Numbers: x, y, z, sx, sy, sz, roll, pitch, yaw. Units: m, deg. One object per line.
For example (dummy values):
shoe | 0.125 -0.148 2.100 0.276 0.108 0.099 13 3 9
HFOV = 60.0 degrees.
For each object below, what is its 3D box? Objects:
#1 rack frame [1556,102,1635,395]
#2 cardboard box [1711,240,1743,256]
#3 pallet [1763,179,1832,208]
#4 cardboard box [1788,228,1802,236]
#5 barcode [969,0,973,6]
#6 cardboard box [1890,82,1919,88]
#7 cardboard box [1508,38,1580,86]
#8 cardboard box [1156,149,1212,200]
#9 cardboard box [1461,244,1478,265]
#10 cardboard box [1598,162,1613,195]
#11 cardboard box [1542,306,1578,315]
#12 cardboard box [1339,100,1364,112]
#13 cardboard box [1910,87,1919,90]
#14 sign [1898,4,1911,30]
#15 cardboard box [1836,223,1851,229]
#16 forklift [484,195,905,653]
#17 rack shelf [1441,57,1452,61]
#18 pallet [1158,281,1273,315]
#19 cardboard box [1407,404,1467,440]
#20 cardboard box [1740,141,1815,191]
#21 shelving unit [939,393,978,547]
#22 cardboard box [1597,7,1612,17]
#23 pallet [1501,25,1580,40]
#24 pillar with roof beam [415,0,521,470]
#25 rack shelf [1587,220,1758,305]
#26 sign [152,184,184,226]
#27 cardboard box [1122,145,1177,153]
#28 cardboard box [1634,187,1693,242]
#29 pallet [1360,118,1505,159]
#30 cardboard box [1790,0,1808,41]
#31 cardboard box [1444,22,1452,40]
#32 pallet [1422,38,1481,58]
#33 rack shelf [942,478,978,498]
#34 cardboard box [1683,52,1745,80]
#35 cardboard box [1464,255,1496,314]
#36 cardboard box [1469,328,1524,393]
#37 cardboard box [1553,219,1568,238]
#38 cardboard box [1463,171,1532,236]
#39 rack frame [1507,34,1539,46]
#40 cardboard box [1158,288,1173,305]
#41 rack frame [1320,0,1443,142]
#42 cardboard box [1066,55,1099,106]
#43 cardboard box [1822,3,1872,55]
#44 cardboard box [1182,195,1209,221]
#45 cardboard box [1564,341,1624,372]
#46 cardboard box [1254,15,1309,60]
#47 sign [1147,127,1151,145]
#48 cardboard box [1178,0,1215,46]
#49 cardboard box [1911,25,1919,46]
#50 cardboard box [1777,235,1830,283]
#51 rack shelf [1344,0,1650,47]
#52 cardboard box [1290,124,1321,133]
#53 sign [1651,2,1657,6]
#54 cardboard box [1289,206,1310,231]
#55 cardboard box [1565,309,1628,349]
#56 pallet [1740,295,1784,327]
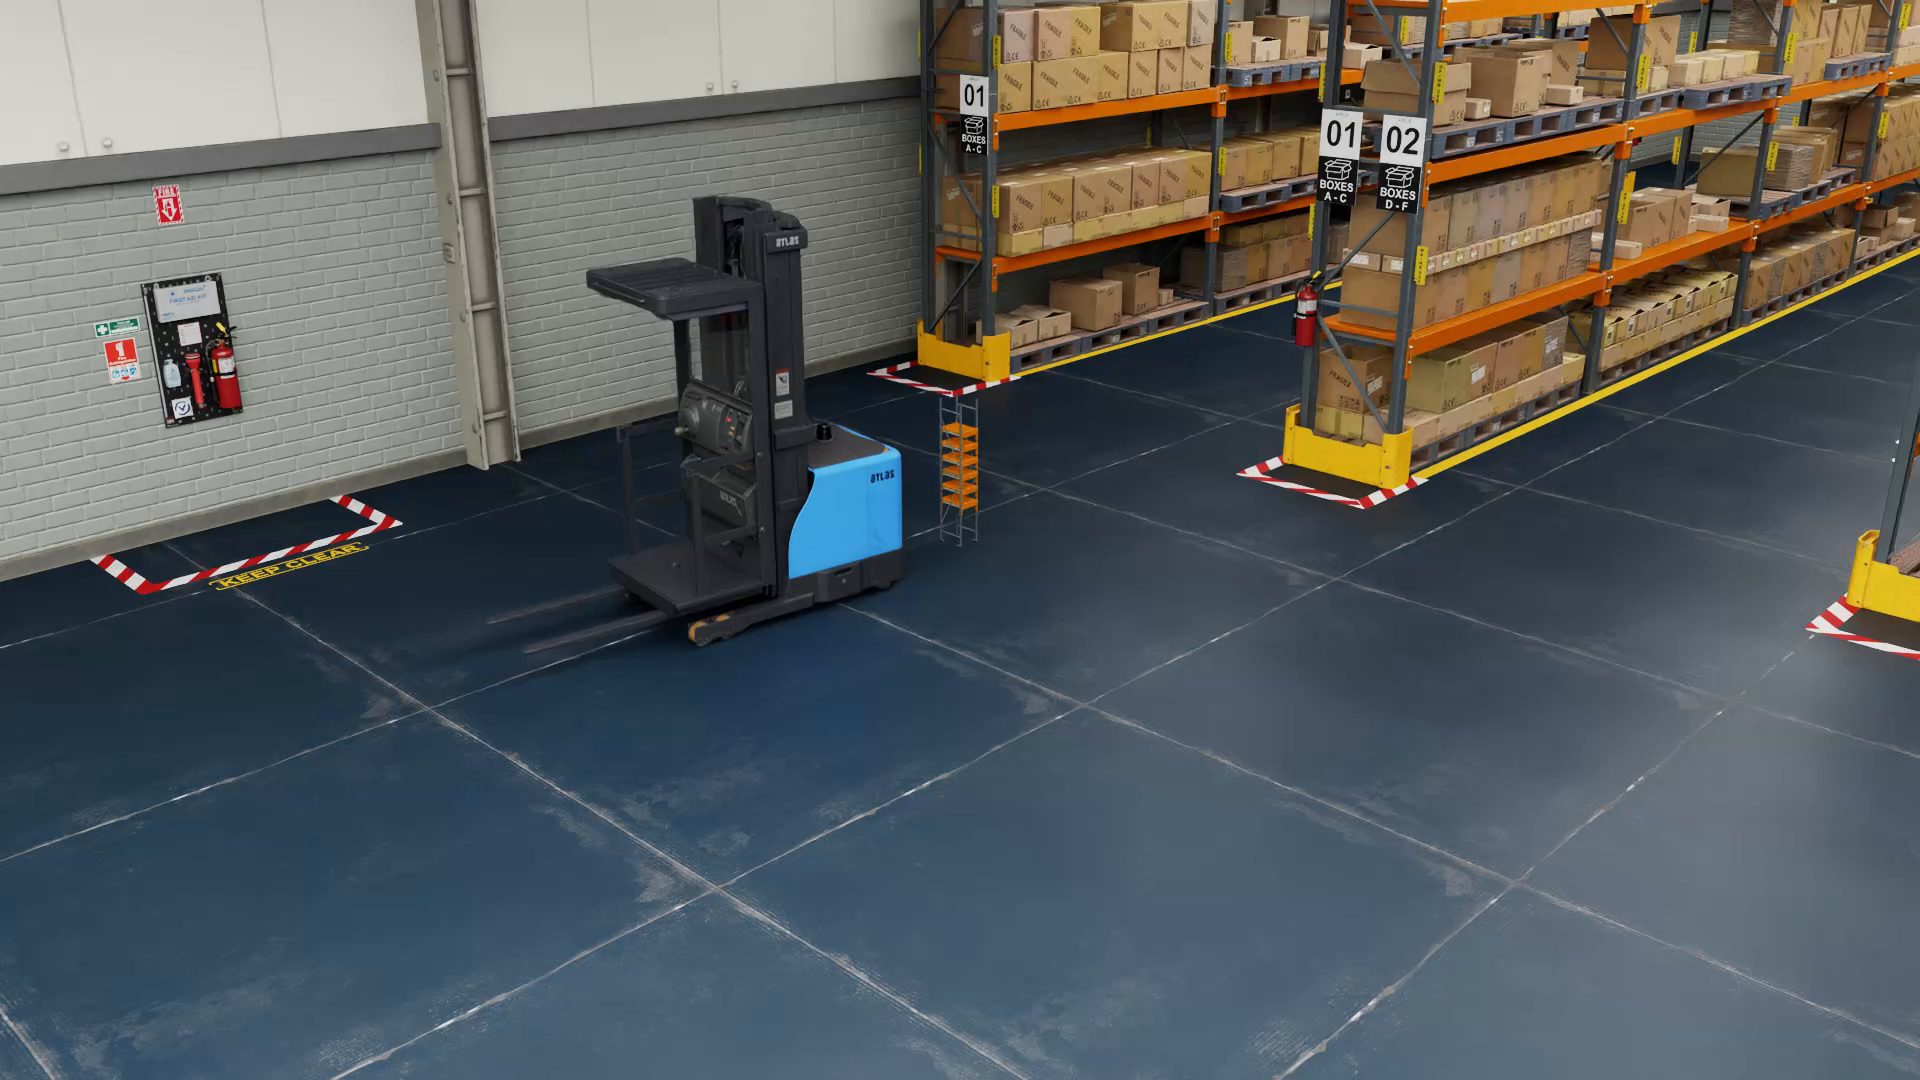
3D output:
rack frame | 6.322 -3.065 17.369 1.000 3.000 0.127 19 28 41
cardboard box | 9.633 -3.797 21.098 0.500 0.250 0.500 -19 28 -40
pallet | 10.466 -4.505 21.382 1.003 0.211 1.213 19 28 41
cardboard box | 11.027 -3.957 22.560 0.500 0.500 0.500 -20 28 -41
barcode | 0.117 -5.777 17.874 0.001 0.075 0.075 19 28 41
cardboard box | 14.195 -6.615 25.072 0.500 0.500 0.500 -19 28 -40
cardboard box | 5.782 -4.710 16.547 0.500 0.500 0.500 -17 27 -38
cardboard box | 2.662 -4.395 19.963 0.500 0.500 0.500 19 28 41
cardboard box | 4.495 -2.630 15.193 0.380 0.149 0.250 19 28 40
cardboard box | 10.725 -6.213 28.457 0.700 0.500 0.500 19 28 41
cardboard box | 6.399 -2.416 18.144 0.500 0.311 0.500 19 28 41
cardboard box | 5.692 -6.059 23.530 0.500 0.250 0.500 -19 28 -41
cardboard box | 14.228 -6.350 24.382 0.500 0.500 0.500 -19 28 -41
sign | 12.303 -6.809 21.659 0.100 0.325 0.005 19 28 41
cardboard box | 12.621 -4.482 24.190 0.500 0.311 0.500 19 28 41
forklift | -1.896 -0.842 11.680 3.031 2.935 1.130 -16 26 -35
rack shelf | 6.956 -6.911 24.196 1.077 0.370 4.000 19 28 41
pallet | 3.313 -3.203 21.614 1.003 0.211 1.213 19 28 41
cardboard box | 4.412 -1.161 15.662 0.500 0.250 0.500 19 28 41
cardboard box | 10.246 -4.714 20.933 0.500 0.500 0.700 -14 25 -32
shelving unit | -0.010 -0.556 13.350 0.258 1.200 0.189 19 28 41
cardboard box | 10.099 -8.438 26.650 0.500 0.250 0.500 18 28 39
pallet | 8.930 -7.927 25.960 1.003 0.211 1.213 19 28 41
pillar with roof beam | -1.253 -3.853 11.056 9.100 9.000 0.400 19 28 41
rack shelf | 7.718 -3.244 18.836 1.077 0.370 4.000 19 28 41
sign | -6.165 -2.609 12.951 0.001 0.298 0.199 19 28 41
cardboard box | 2.293 -4.525 20.303 0.500 0.500 0.500 18 28 39
cardboard box | 7.954 -3.705 18.893 0.500 0.500 0.500 17 27 38
pallet | 4.044 -3.571 14.628 1.003 0.211 1.213 19 28 41
cardboard box | 9.777 -6.249 19.937 0.500 0.500 0.500 19 28 41
cardboard box | 6.585 -7.412 23.744 0.500 0.500 0.700 -18 28 -39
pallet | 6.750 -7.111 23.978 1.213 0.211 1.003 -19 28 -40
rack shelf | -0.010 -0.403 13.409 0.258 0.103 0.180 19 28 41
cardboard box | 8.484 -5.350 18.755 0.500 0.250 0.500 -19 28 -41
cardboard box | 4.580 -2.463 15.662 0.700 0.500 0.500 19 28 41
cardboard box | 5.114 -1.767 16.192 0.500 0.500 0.500 19 28 41
cardboard box | 5.749 -3.093 16.396 0.380 0.149 0.250 19 28 41
cardboard box | 4.967 -3.215 15.810 0.700 0.500 0.500 19 28 41
rack frame | 8.351 -6.361 25.942 1.000 3.000 0.127 19 28 41
cardboard box | 2.419 -3.042 20.644 0.380 0.166 0.250 15 26 34
rack frame | 3.532 -4.837 13.617 1.000 3.000 0.127 19 28 41
cardboard box | 1.152 -5.019 18.104 0.500 0.500 0.500 -19 28 -40
cardboard box | 11.499 -6.700 21.781 0.600 0.600 0.600 16 26 36
cardboard box | 2.657 -4.046 20.101 0.500 0.250 0.500 19 28 41
cardboard box | 6.781 -2.020 17.895 0.500 0.250 0.500 18 28 39
cardboard box | 4.070 -6.385 21.099 0.500 0.500 0.500 18 27 39
sign | 2.370 -4.983 20.743 0.100 0.325 0.005 19 28 41
cardboard box | 2.615 -6.030 19.341 0.500 0.500 0.500 16 26 36
cardboard box | 12.768 -6.877 22.617 0.500 0.250 0.500 19 28 41
cardboard box | 11.063 -3.708 21.912 0.500 0.500 0.500 20 29 41
rack shelf | 4.927 -4.829 15.156 1.077 0.370 4.000 19 28 41
cardboard box | 4.870 -5.311 22.458 0.700 0.500 0.500 16 26 36
sign | 11.521 -9.026 27.572 0.100 0.325 0.005 19 28 41
cardboard box | 4.653 -4.392 22.646 0.500 0.250 0.500 -20 28 -41
cardboard box | 6.789 -2.284 17.800 0.500 0.311 0.500 19 28 41
pallet | 9.661 -2.974 21.019 1.003 0.211 1.213 19 28 41
